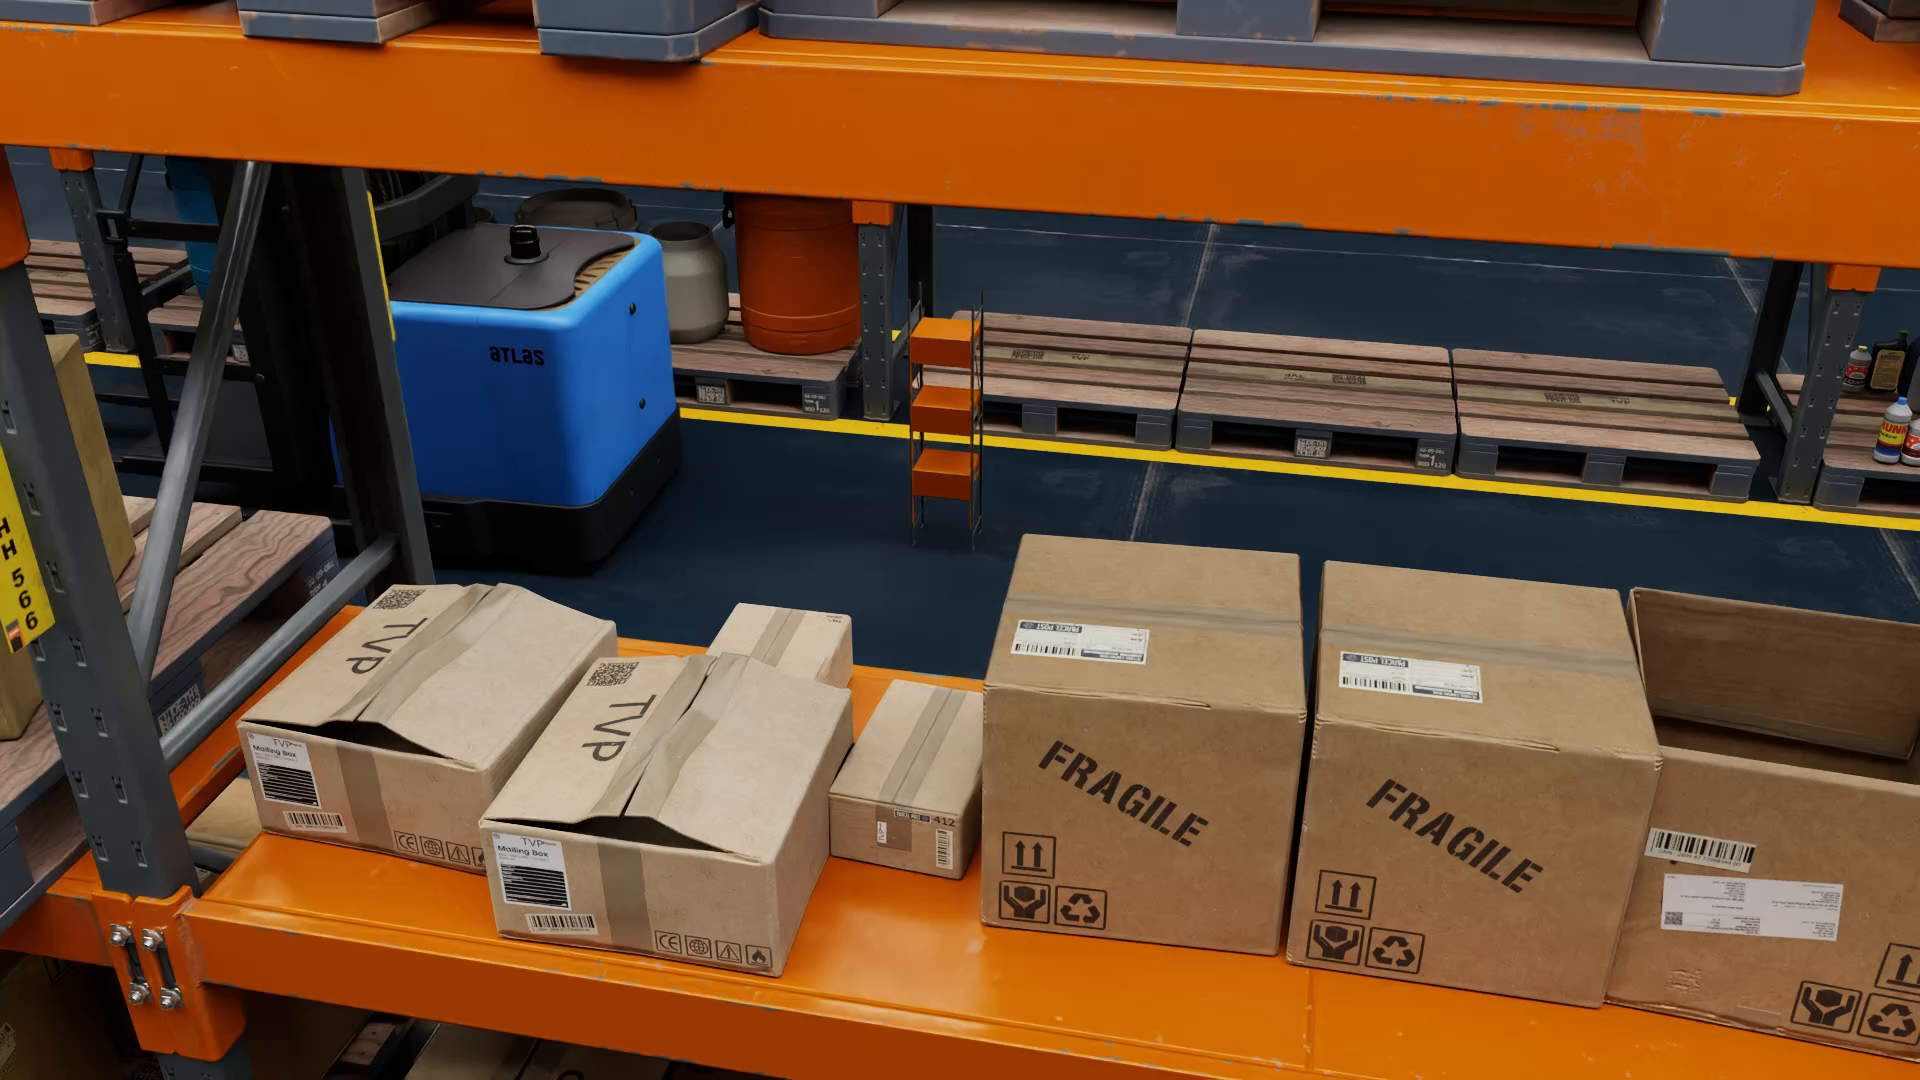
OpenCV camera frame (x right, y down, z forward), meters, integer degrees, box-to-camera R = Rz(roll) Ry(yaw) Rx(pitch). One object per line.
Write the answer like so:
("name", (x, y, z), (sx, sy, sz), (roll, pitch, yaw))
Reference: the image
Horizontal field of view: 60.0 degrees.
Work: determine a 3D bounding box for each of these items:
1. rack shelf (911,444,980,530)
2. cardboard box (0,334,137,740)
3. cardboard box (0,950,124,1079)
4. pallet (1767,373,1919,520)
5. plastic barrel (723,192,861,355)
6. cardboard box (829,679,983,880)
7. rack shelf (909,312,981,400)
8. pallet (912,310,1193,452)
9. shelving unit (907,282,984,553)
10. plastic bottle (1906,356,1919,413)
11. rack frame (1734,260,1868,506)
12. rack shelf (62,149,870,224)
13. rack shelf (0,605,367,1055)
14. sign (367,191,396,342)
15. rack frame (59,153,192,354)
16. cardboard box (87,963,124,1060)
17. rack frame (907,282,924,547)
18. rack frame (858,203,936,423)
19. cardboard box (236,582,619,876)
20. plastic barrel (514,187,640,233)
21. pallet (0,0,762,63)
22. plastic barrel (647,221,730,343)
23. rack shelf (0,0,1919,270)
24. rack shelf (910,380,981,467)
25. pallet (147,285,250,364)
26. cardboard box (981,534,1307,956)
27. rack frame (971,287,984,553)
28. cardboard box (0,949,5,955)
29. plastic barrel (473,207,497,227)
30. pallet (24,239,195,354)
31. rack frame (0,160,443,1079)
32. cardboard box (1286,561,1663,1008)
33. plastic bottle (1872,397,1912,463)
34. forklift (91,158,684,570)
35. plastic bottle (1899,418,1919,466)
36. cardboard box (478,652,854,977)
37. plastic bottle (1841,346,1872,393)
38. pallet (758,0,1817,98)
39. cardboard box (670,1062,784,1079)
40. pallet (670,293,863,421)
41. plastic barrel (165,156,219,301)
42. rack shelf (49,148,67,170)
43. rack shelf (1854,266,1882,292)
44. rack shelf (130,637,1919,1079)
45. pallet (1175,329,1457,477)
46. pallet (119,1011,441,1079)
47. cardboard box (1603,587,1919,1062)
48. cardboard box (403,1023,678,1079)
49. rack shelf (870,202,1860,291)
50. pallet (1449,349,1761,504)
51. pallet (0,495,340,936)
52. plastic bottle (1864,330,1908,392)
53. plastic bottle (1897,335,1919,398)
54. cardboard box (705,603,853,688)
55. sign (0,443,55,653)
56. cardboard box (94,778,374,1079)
("rack shelf", (-0.052, -0.213, 6.646), (0.240, 0.259, 0.215), (6, 29, 11))
("cardboard box", (-1.963, -0.014, 3.110), (0.500, 0.500, 0.700), (-4, 29, -6))
("cardboard box", (-2.287, 1.144, 3.681), (0.500, 0.500, 0.500), (7, 29, 13))
("pallet", (4.274, -0.390, 7.243), (1.213, 0.211, 1.003), (6, 29, 11))
("plastic barrel", (-0.768, -1.375, 7.960), (0.708, 0.830, 0.600), (6, 29, 11))
("cardboard box", (-0.065, 0.436, 3.091), (0.250, 0.149, 0.380), (8, 30, 14))
("rack shelf", (-0.052, -0.706, 6.377), (0.240, 0.259, 0.215), (6, 29, 11))
("pallet", (0.464, -0.782, 7.959), (1.213, 0.211, 1.003), (6, 29, 11))
("shelving unit", (-0.052, -0.466, 6.508), (0.252, 1.050, 0.215), (6, 29, 11))
("plastic bottle", (4.286, -0.734, 7.268), (0.185, 0.351, 0.144), (6, 29, 11))
("rack frame", (3.626, -1.700, 6.732), (0.127, 3.000, 1.000), (6, 29, 11))
("rack shelf", (-2.242, -1.986, 8.004), (4.000, 0.370, 1.077), (6, 29, 11))
("rack shelf", (-3.280, 0.340, 3.755), (4.000, 0.370, 1.077), (6, 29, 11))
("sign", (-1.211, -0.544, 3.415), (0.005, 0.325, 0.100), (6, 29, 11))
("rack frame", (-4.197, -2.502, 8.197), (0.127, 3.000, 1.000), (6, 29, 11))
("cardboard box", (-2.222, 0.898, 4.131), (0.500, 0.500, 0.500), (5, 29, 9))
("rack frame", (-0.172, -0.478, 6.530), (0.008, 1.050, 0.200), (6, 29, 11))
("rack frame", (-0.286, -2.101, 7.465), (0.127, 3.000, 1.000), (6, 29, 11))
("cardboard box", (-0.977, 0.321, 3.134), (0.500, 0.311, 0.500), (8, 30, 14))
("plastic barrel", (-1.872, -1.382, 8.225), (0.708, 0.588, 0.600), (6, 29, 11))
("pallet", (-0.641, -0.982, 2.494), (1.003, 0.211, 1.213), (7, 30, 13))
("plastic barrel", (-1.338, -1.250, 8.063), (0.421, 0.512, 0.421), (0, 29, 0))
("rack shelf", (0.632, -0.575, 2.302), (4.000, 0.370, 1.077), (6, 29, 11))
("rack shelf", (-0.052, -0.457, 6.513), (0.240, 0.259, 0.215), (6, 29, 11))
("pallet", (-3.452, -1.182, 8.690), (1.213, 0.211, 1.003), (6, 29, 11))
("cardboard box", (0.321, 0.341, 2.899), (0.500, 0.500, 0.500), (4, 29, 8))
("rack frame", (0.067, -0.454, 6.485), (0.008, 1.050, 0.200), (6, 29, 11))
("cardboard box", (-2.343, 0.812, 3.507), (0.500, 0.250, 0.500), (7, 29, 12))
("plastic barrel", (-2.443, -1.363, 8.270), (0.421, 0.512, 0.421), (0, 29, 0))
("pallet", (-4.925, -1.335, 8.968), (1.213, 0.211, 1.003), (6, 29, 11))
("rack frame", (-1.324, 0.225, 3.216), (0.127, 3.000, 1.000), (6, 29, 11))
("cardboard box", (0.835, 0.394, 2.803), (0.500, 0.500, 0.500), (6, 29, 11))
("plastic bottle", (3.846, -0.459, 6.847), (0.097, 0.271, 0.097), (0, 29, 0))
("forklift", (-2.773, -1.513, 6.462), (3.031, 2.935, 1.130), (5, 29, 10))
("plastic bottle", (3.946, -0.418, 6.845), (0.097, 0.201, 0.097), (0, 29, 0))
("cardboard box", (-0.489, 0.444, 2.908), (0.500, 0.311, 0.500), (6, 29, 10))
("plastic bottle", (4.046, -0.776, 7.499), (0.097, 0.201, 0.097), (0, 29, 0))
("pallet", (0.453, -0.872, 2.291), (1.213, 0.211, 1.003), (7, 30, 13))
("cardboard box", (-0.357, 1.240, 3.204), (0.500, 0.311, 0.500), (5, 29, 9))
("pallet", (-1.065, -0.938, 8.243), (1.213, 0.211, 1.003), (6, 29, 11))
("plastic barrel", (-3.669, -1.704, 8.486), (0.708, 0.901, 0.600), (6, 29, 11))
("rack shelf", (-6.153, -2.387, 8.736), (4.000, 0.370, 1.077), (6, 29, 11))
("rack shelf", (5.582, -1.184, 6.538), (4.000, 0.370, 1.077), (6, 29, 11))
("rack shelf", (0.632, 0.741, 3.023), (4.000, 0.370, 1.077), (6, 29, 11))
("pallet", (1.653, -0.659, 7.734), (1.213, 0.211, 1.003), (6, 29, 11))
("pallet", (-2.046, 1.355, 4.055), (1.213, 0.211, 1.003), (6, 29, 11))
("cardboard box", (1.325, 0.444, 2.711), (0.500, 0.500, 0.500), (8, 30, 14))
("cardboard box", (-0.873, 1.191, 3.293), (0.500, 0.311, 0.500), (7, 29, 12))
("rack shelf", (1.670, -1.585, 7.271), (4.000, 0.370, 1.077), (6, 29, 11))
("pallet", (2.850, -0.538, 7.512), (1.213, 0.211, 1.003), (6, 29, 11))
("pallet", (-2.001, 0.274, 3.326), (1.003, 0.211, 1.213), (6, 29, 11))
("plastic bottle", (4.166, -0.808, 7.473), (0.133, 0.283, 0.061), (7, 30, 13))
("plastic bottle", (4.316, -0.802, 7.392), (0.185, 0.351, 0.144), (5, 29, 9))
("cardboard box", (-0.386, 0.295, 3.349), (0.250, 0.149, 0.380), (6, 29, 11))
("sign", (-1.428, 0.007, 2.490), (0.005, 0.325, 0.100), (6, 29, 11))
("cardboard box", (-1.709, 0.948, 4.039), (0.500, 0.500, 0.500), (7, 29, 13))
